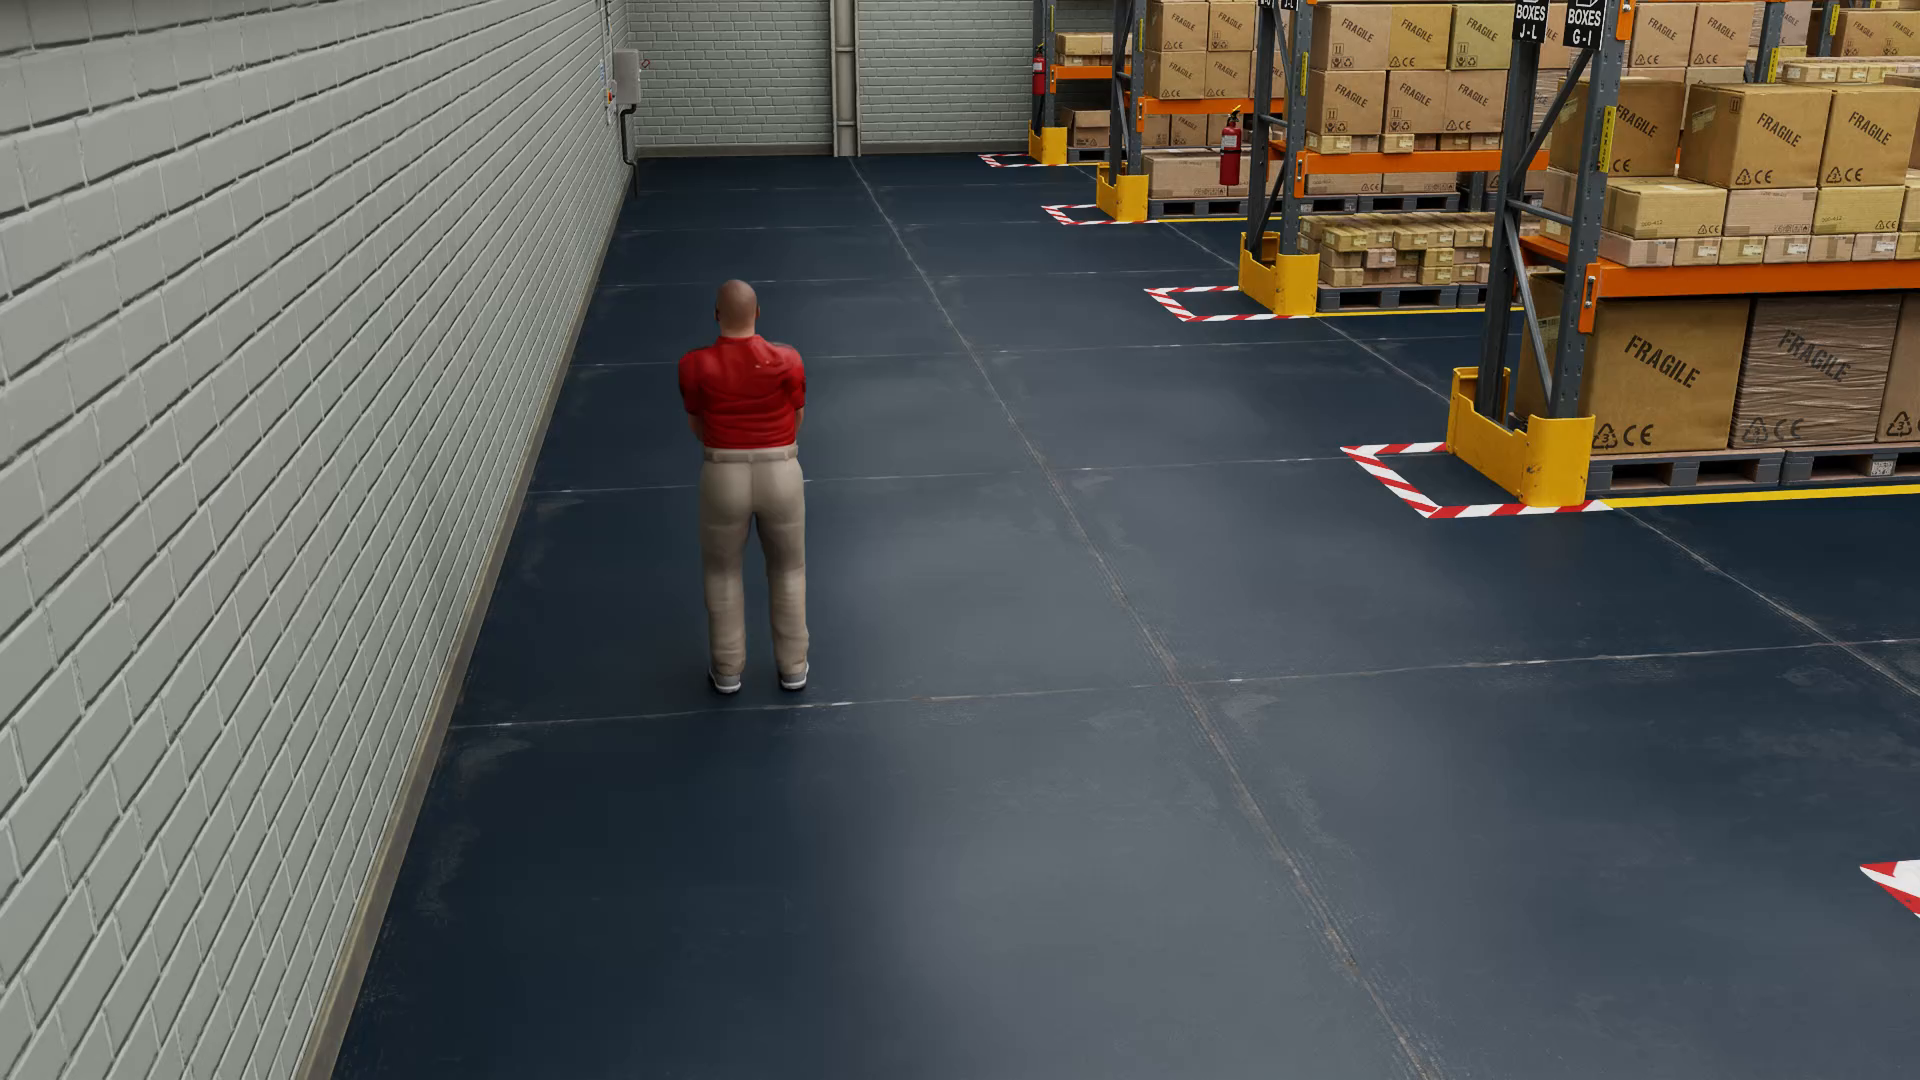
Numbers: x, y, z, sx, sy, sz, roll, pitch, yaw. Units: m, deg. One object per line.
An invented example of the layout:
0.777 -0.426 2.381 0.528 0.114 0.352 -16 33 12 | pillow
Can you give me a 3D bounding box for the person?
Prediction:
-0.869 -0.241 6.779 0.494 1.713 0.536 -3 20 -8 | person
